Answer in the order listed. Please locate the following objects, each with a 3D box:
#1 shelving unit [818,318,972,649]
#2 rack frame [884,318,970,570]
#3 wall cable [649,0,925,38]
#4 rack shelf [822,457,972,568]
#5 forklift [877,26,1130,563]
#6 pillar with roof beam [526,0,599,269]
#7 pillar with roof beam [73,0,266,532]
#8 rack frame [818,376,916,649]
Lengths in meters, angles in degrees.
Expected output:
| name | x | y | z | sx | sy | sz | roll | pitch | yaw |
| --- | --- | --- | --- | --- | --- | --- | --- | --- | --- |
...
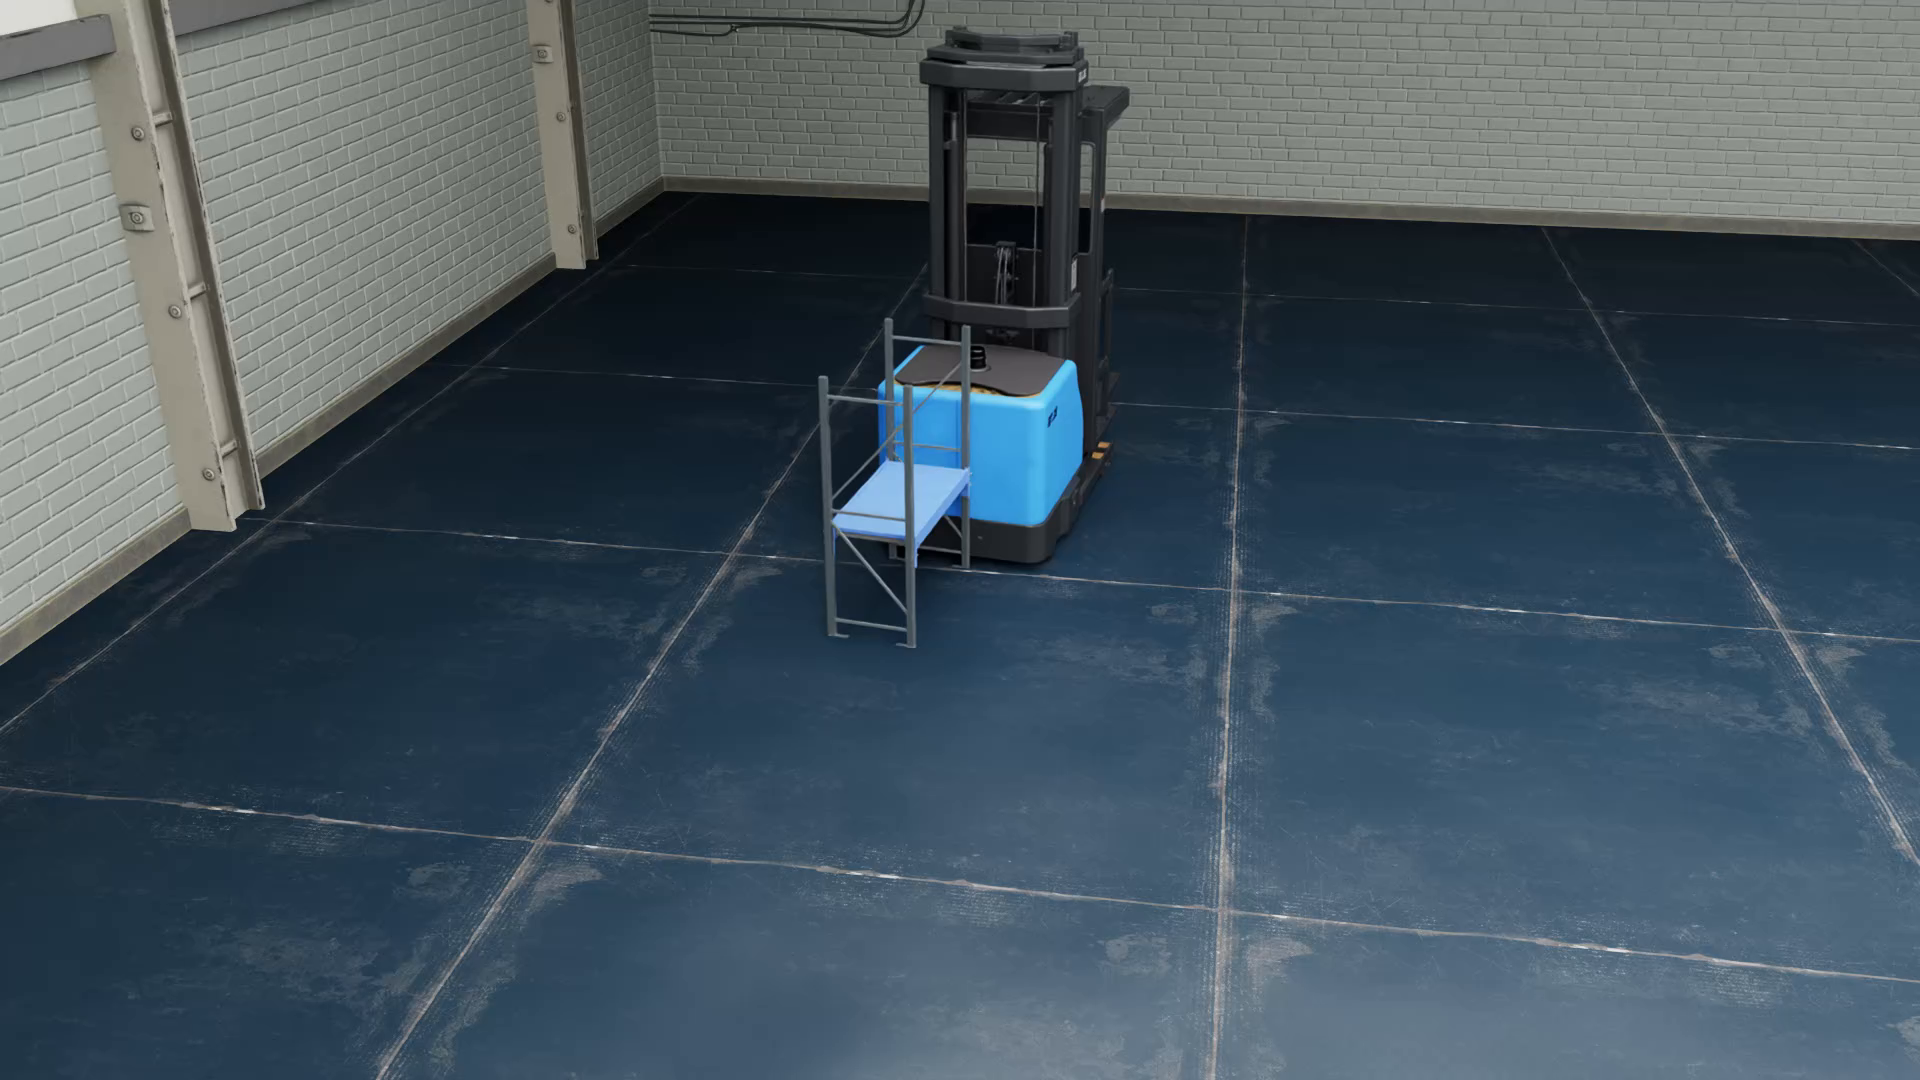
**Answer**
| name | x | y | z | sx | sy | sz | roll | pitch | yaw |
| --- | --- | --- | --- | --- | --- | --- | --- | --- | --- |
| shelving unit | -0.333 | -0.331 | 9.188 | 0.538 | 1.500 | 1.048 | 7 | 26 | 15 |
| rack frame | -0.185 | -0.537 | 9.629 | 0.500 | 1.500 | 0.032 | 7 | 26 | 15 |
| wall cable | -1.888 | -6.464 | 17.108 | 3.097 | 2.526 | 0.112 | 4 | 25 | 9 |
| rack shelf | -0.333 | -0.168 | 9.265 | 0.538 | 0.185 | 1.000 | 7 | 26 | 15 |
| forklift | 0.421 | -1.792 | 10.621 | 1.130 | 2.935 | 3.031 | 7 | 26 | 15 |
| pillar with roof beam | 0.573 | -6.432 | 13.376 | 9.100 | 9.000 | 0.400 | 4 | 25 | 9 |
| pillar with roof beam | -0.408 | -3.922 | 8.015 | 9.100 | 9.000 | 0.400 | 4 | 25 | 9 |
| rack frame | -0.481 | -0.125 | 8.748 | 0.500 | 1.500 | 0.032 | 7 | 26 | 15 |
